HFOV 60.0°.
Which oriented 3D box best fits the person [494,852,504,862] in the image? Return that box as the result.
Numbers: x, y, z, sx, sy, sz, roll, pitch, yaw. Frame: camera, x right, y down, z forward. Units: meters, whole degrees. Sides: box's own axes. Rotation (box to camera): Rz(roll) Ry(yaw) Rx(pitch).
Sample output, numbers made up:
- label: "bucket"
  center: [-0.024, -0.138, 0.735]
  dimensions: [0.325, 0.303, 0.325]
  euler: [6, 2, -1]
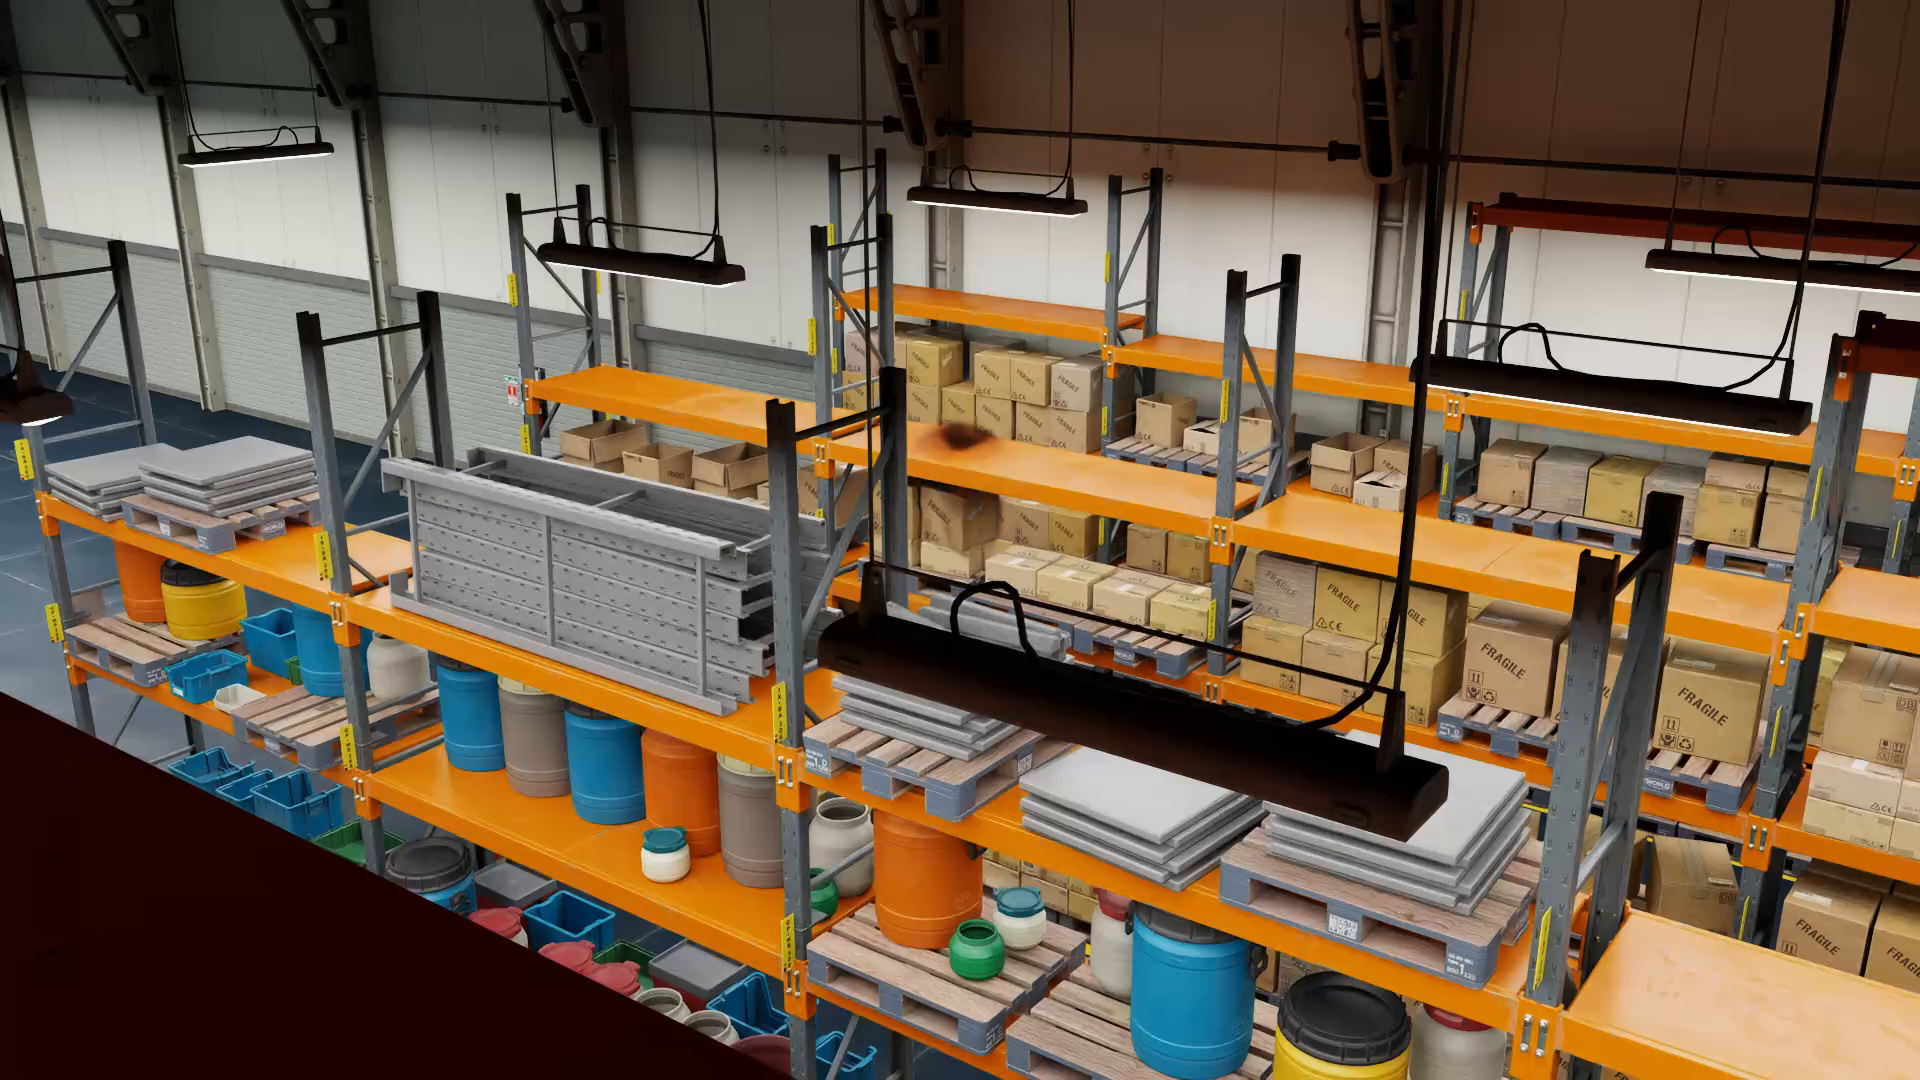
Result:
- label: "person"
  center: [-4.351, 2.340, 15.310]
  dimensions: [0.563, 1.770, 0.725]
  euler: [-7, 20, -20]
